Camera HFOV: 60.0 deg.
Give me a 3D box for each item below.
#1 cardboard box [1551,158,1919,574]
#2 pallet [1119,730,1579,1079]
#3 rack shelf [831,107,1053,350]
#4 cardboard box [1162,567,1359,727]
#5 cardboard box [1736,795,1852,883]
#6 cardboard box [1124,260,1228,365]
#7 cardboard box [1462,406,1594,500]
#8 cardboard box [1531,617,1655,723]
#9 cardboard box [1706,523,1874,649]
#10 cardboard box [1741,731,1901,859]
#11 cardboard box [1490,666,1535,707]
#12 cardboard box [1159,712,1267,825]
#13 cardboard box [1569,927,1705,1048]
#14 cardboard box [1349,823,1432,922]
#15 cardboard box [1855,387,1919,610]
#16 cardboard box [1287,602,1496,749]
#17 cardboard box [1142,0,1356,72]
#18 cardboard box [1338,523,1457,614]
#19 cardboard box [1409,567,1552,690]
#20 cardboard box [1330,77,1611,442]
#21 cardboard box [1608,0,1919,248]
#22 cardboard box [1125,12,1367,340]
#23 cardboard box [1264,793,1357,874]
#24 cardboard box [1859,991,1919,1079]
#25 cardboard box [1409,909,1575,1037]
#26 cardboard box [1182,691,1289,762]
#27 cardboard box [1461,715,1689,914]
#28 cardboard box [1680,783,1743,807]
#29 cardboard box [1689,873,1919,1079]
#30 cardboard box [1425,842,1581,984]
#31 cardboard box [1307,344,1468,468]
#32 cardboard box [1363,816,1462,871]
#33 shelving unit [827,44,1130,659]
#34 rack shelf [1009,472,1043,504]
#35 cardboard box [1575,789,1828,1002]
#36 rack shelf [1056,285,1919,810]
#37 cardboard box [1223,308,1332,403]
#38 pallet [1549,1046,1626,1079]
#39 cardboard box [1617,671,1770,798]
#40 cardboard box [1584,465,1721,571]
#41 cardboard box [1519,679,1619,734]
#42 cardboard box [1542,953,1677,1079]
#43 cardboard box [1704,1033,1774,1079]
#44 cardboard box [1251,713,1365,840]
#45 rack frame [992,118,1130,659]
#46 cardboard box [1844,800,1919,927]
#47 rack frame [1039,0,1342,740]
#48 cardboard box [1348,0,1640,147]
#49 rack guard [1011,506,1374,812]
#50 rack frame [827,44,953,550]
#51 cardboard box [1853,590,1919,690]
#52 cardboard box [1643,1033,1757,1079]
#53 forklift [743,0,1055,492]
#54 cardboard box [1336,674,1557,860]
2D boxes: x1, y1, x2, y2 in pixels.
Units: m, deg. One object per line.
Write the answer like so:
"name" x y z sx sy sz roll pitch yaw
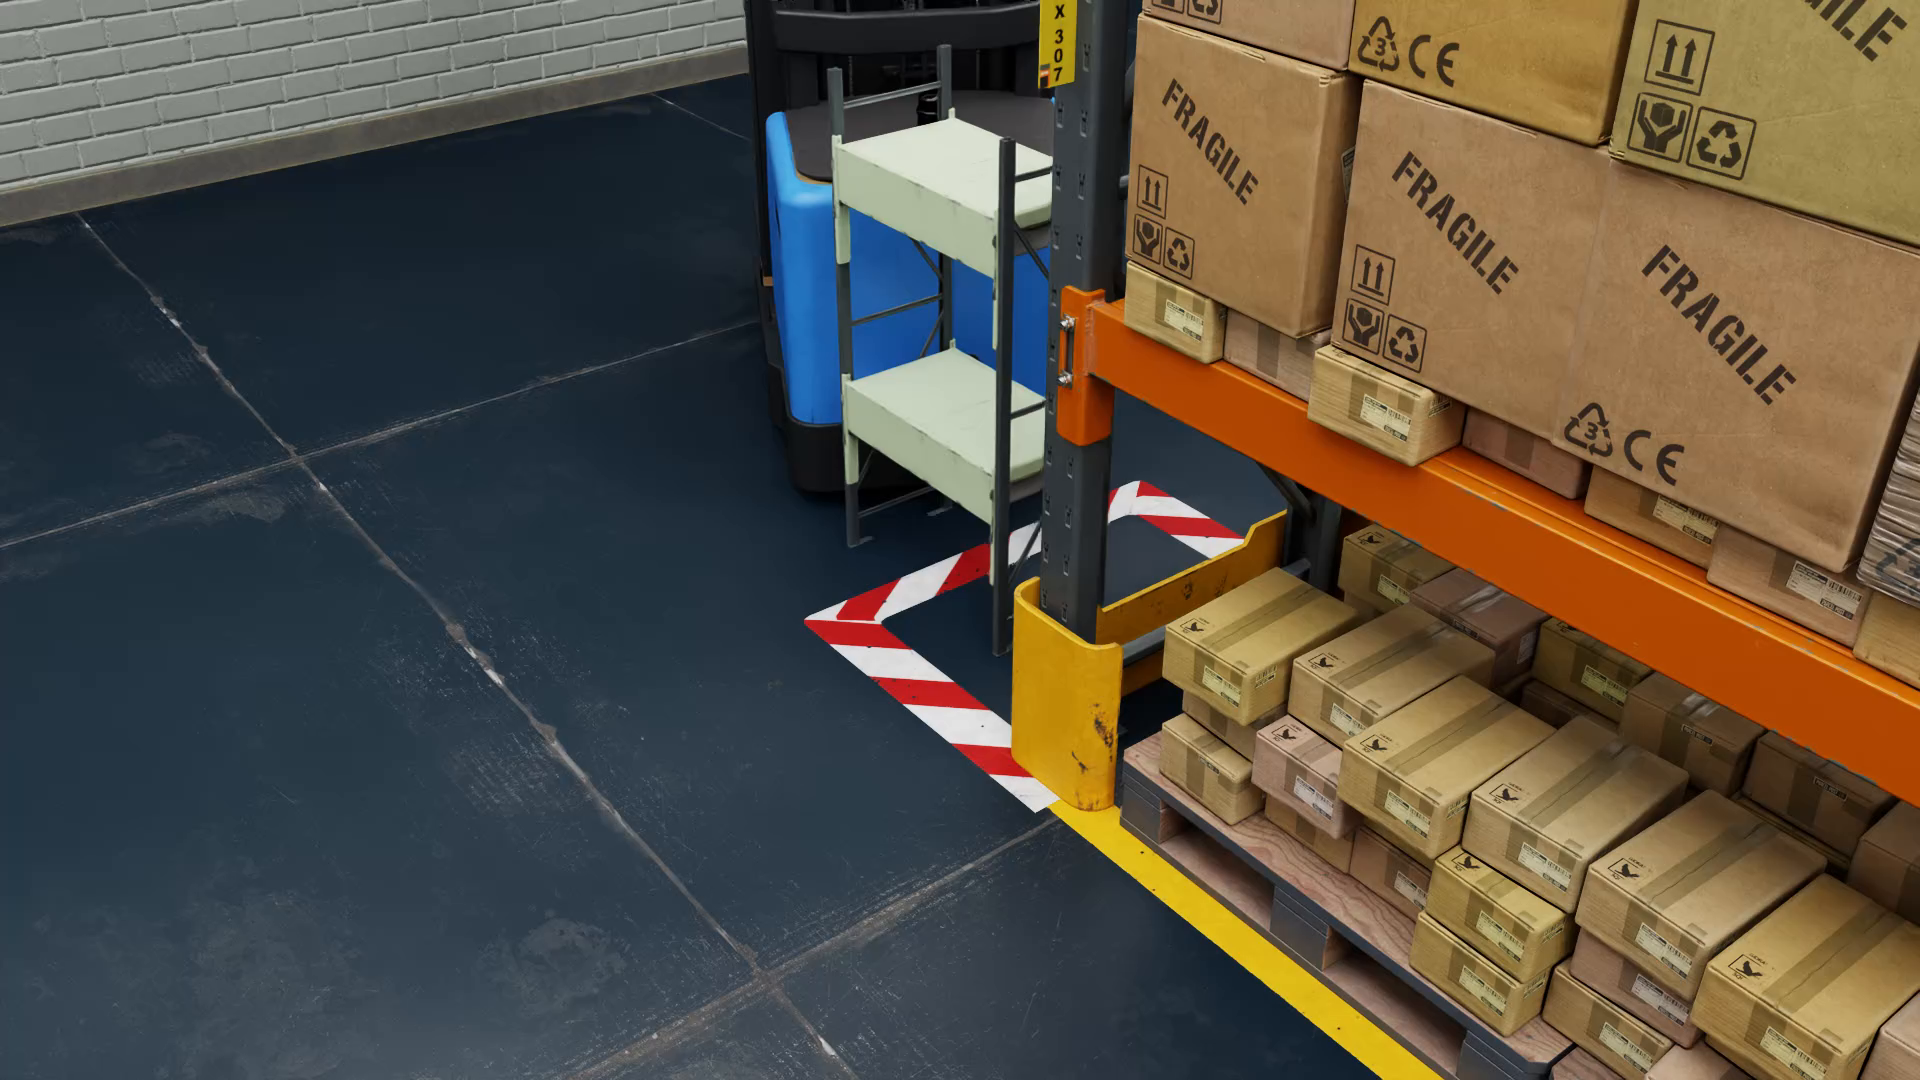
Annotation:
"cardboard box" 1.323 -0.342 2.581 0.500 0.500 0.500 -22 38 -31
"pallet" 1.144 0.693 3.933 1.003 0.211 1.213 -22 38 -31
"rack shelf" 0.034 -0.854 4.464 0.431 0.370 0.720 -22 38 -31
"cardboard box" 0.680 0.235 3.768 0.380 0.149 0.250 -24 39 -33
"cardboard box" 1.824 0.589 3.481 0.380 0.149 0.250 -22 38 -31
"cardboard box" 0.567 -0.525 3.490 0.380 0.149 0.250 -23 38 -32
"cardboard box" 1.146 -0.239 3.030 0.380 0.149 0.250 -20 37 -29
"cardboard box" 1.520 0.236 3.767 0.380 0.149 0.250 -23 39 -32
"cardboard box" 1.422 -0.006 2.655 0.380 0.149 0.250 -23 39 -32
"cardboard box" 1.837 0.458 3.409 0.380 0.149 0.250 -21 37 -30
"cardboard box" 1.294 0.287 3.966 0.380 0.149 0.250 -23 39 -32
"cardboard box" 0.696 0.482 3.935 0.380 0.149 0.250 -21 38 -30
"cardboard box" 1.399 0.763 3.201 0.380 0.149 0.250 -24 39 -34
"cardboard box" 1.079 0.666 3.639 0.380 0.149 0.250 -22 38 -31
"cardboard box" 1.641 -0.132 2.242 0.500 0.500 0.500 -23 39 -33
"cardboard box" 0.944 0.311 3.646 0.380 0.149 0.250 -22 38 -31
"cardboard box" 0.693 -1.193 3.004 0.500 0.500 0.500 -23 38 -32
"cardboard box" 1.152 0.046 4.073 0.380 0.149 0.250 -22 38 -31
"cardboard box" 1.261 0.169 3.875 0.380 0.149 0.250 -21 38 -30
"cardboard box" 1.033 -0.550 2.916 0.500 0.500 0.500 -22 38 -31
"cardboard box" 1.309 -0.761 2.308 0.500 0.500 0.500 -23 39 -32
"cardboard box" 0.684 -0.765 3.262 0.500 0.500 0.500 -20 37 -29
"cardboard box" 0.921 0.564 3.802 0.380 0.149 0.250 -22 38 -32
"cardboard box" 1.733 0.851 2.776 0.380 0.149 0.250 -22 38 -31
"cardboard box" 1.149 0.808 3.411 0.380 0.149 0.250 -22 38 -31
"cardboard box" 0.746 0.335 3.890 0.380 0.149 0.250 -21 37 -29
"cardboard box" 1.215 0.534 3.287 0.380 0.149 0.250 -24 39 -34
"cardboard box" 1.580 0.522 3.588 0.380 0.149 0.250 -23 38 -32
"cardboard box" 1.503 0.777 2.895 0.380 0.149 0.250 -22 38 -31
"cardboard box" 1.161 0.683 3.330 0.380 0.149 0.250 -21 38 -30
"cardboard box" 0.878 -0.303 3.133 0.380 0.149 0.250 -23 39 -33
"cardboard box" 1.089 0.541 3.559 0.380 0.149 0.250 -22 38 -31
"shelving unit" 0.034 -0.523 4.670 0.431 1.500 0.755 -22 38 -31
"rack shelf" 0.034 -0.307 4.805 0.332 0.071 0.664 -22 38 -31
"cardboard box" 1.378 0.653 3.096 0.380 0.149 0.250 -21 37 -30
"rack shelf" 1.854 0.266 2.660 1.077 0.370 4.000 -22 38 -31
"cardboard box" 0.756 -0.432 3.341 0.380 0.149 0.250 -21 37 -30
"pallet" 1.888 1.202 3.115 1.003 0.211 1.213 -22 38 -31
"cardboard box" 1.629 0.364 3.561 0.380 0.149 0.250 -24 39 -33
"cardboard box" 1.293 -0.118 2.835 0.380 0.149 0.250 -23 38 -32
"cardboard box" 1.496 0.377 3.822 0.380 0.149 0.250 -24 39 -33
"cardboard box" 1.380 0.883 3.289 0.380 0.149 0.250 -22 38 -31
"cardboard box" 1.598 0.862 3.041 0.380 0.149 0.250 -20 37 -29
"cardboard box" 0.869 0.467 3.677 0.380 0.149 0.250 -22 38 -32
"rack frame" 0.257 -0.370 4.424 0.400 1.500 0.023 -22 38 -31
"cardboard box" 1.911 0.604 3.175 0.380 0.149 0.250 -24 39 -33
"rack frame" 0.627 -0.873 3.812 1.000 3.000 0.127 -22 38 -31
"cardboard box" 1.007 -0.985 2.669 0.500 0.500 0.500 -21 38 -30
"rack guard" 0.674 0.221 4.421 1.175 0.500 0.348 -22 38 -31
"rack frame" -0.189 -0.676 4.917 0.400 1.500 0.023 -22 38 -31
"cardboard box" 1.564 0.109 2.470 0.380 0.149 0.250 -21 37 -30
"cardboard box" 1.465 1.015 3.077 0.380 0.149 0.250 -24 39 -34
"forklift" -0.249 -2.135 5.969 1.129 2.867 3.031 -5 32 -7
"cardboard box" 0.998 0.458 3.410 0.380 0.149 0.250 -22 38 -32
